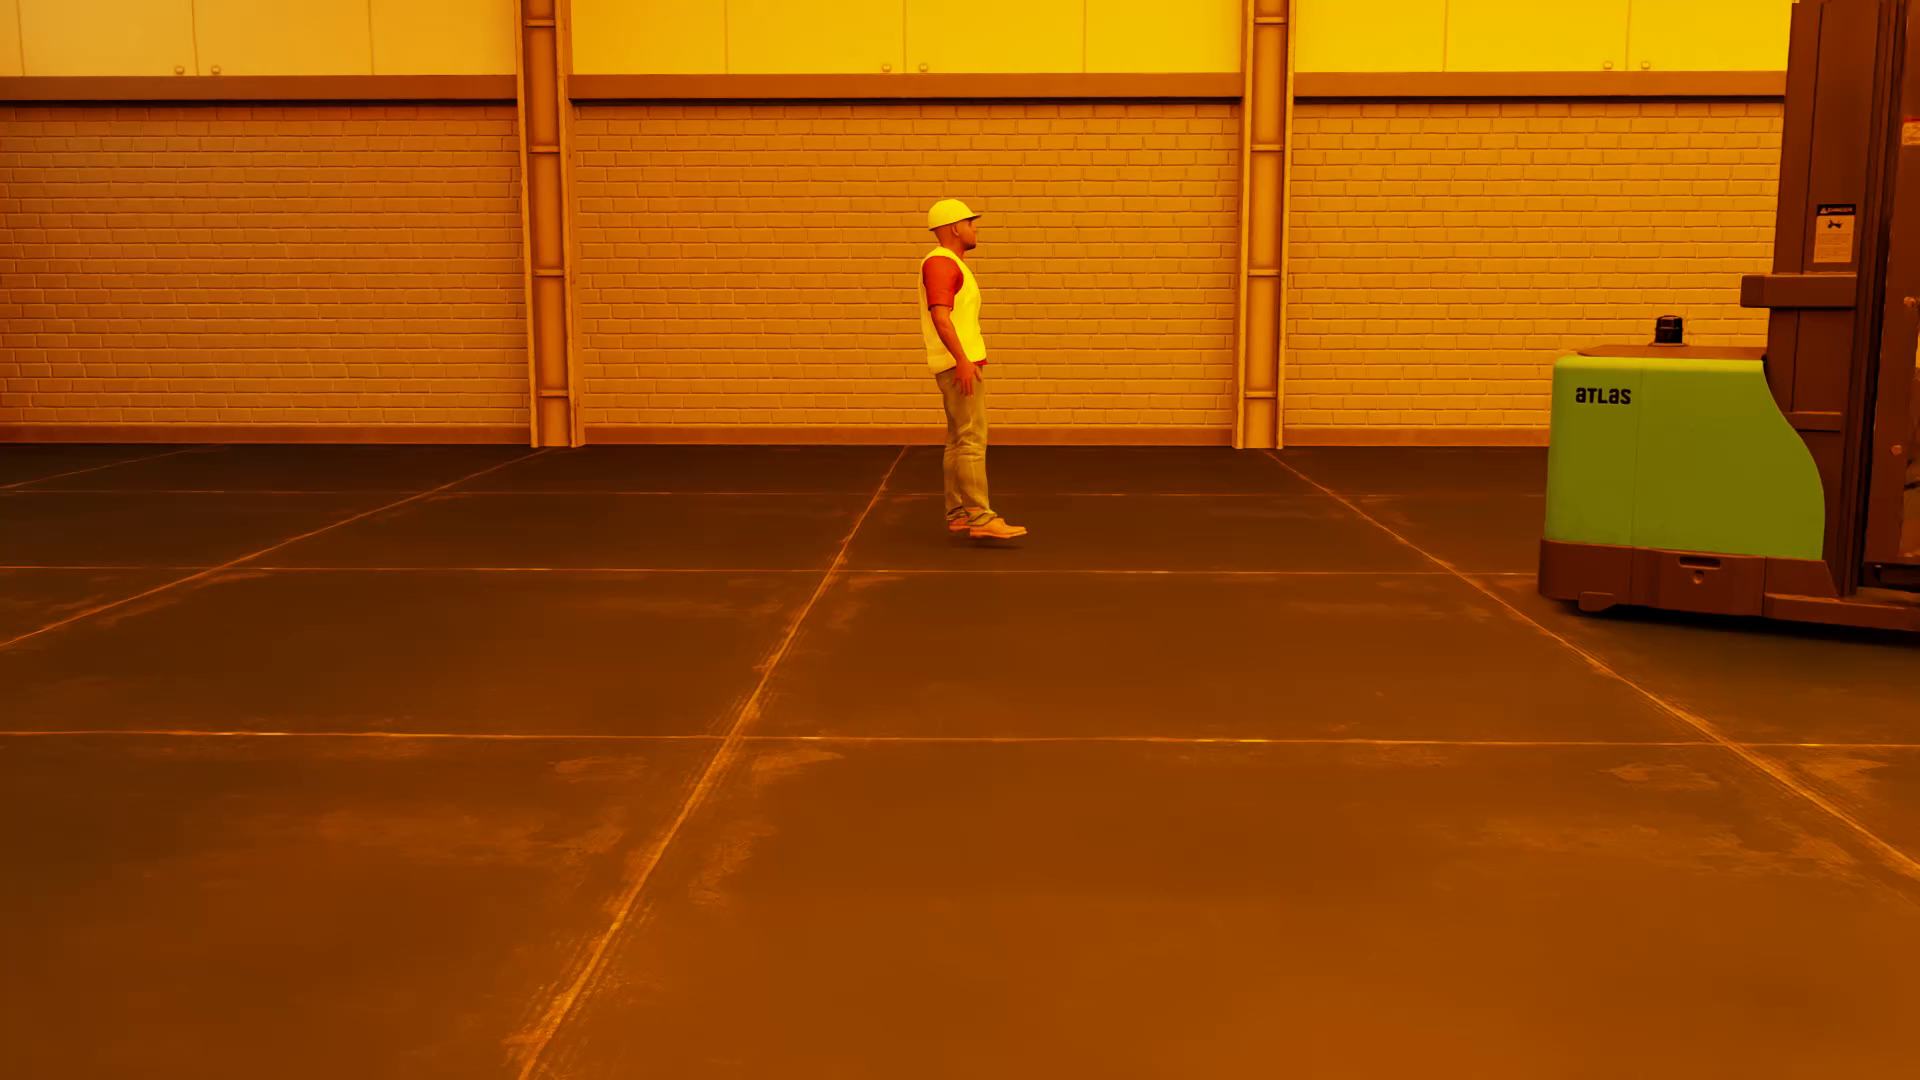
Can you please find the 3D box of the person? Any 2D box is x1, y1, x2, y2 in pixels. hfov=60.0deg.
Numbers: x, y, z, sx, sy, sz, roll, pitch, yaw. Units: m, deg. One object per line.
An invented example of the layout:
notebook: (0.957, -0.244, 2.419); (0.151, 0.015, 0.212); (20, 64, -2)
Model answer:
person: (0.069, -0.919, 8.853); (0.576, 1.765, 0.665); (0, 9, 1)

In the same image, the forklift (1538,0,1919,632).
forklift: (3.975, -1.094, 6.458); (3.031, 2.935, 1.130); (5, 10, 30)
